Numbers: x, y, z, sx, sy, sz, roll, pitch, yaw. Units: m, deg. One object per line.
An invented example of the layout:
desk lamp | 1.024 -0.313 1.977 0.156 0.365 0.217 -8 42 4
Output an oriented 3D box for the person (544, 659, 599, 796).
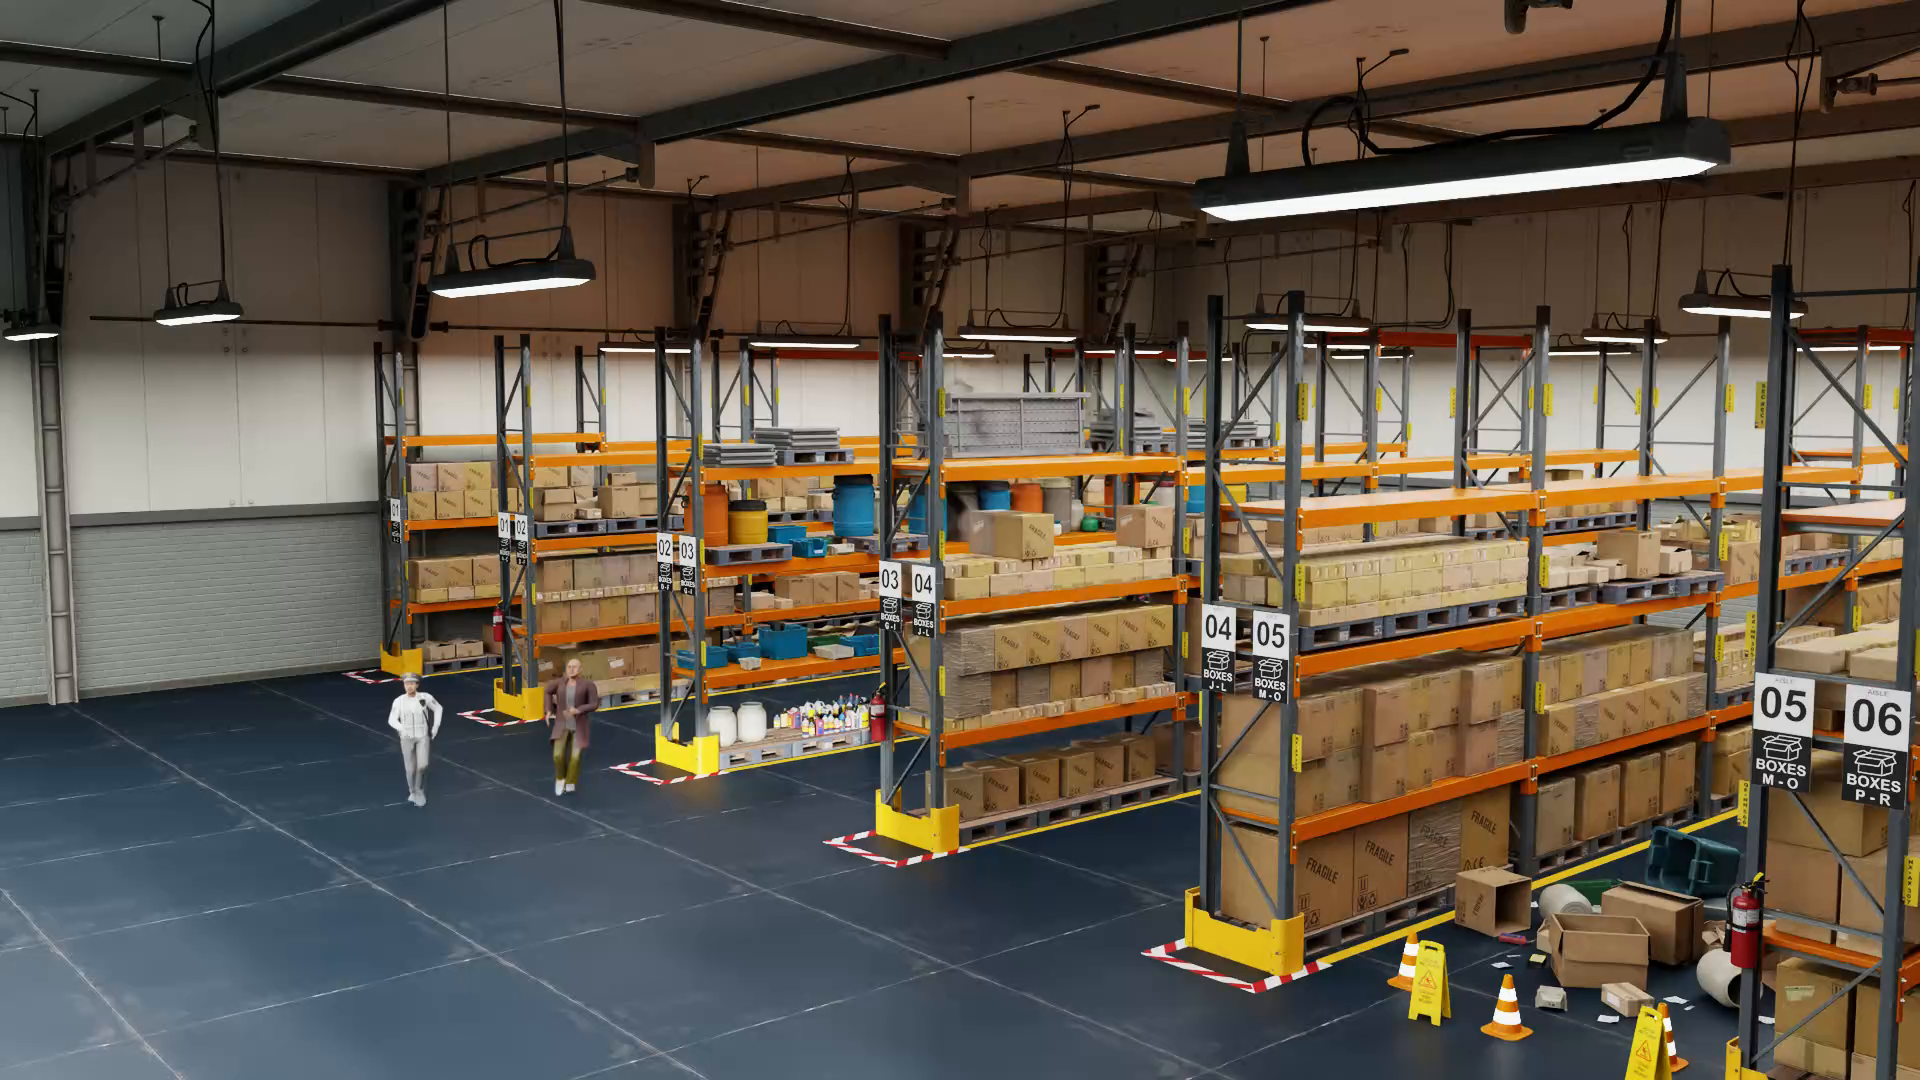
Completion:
person | -4.934 2.374 21.090 0.698 1.737 0.658 -1 5 -9

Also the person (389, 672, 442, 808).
person | -6.737 2.463 20.572 0.619 1.685 0.644 -1 5 -12
